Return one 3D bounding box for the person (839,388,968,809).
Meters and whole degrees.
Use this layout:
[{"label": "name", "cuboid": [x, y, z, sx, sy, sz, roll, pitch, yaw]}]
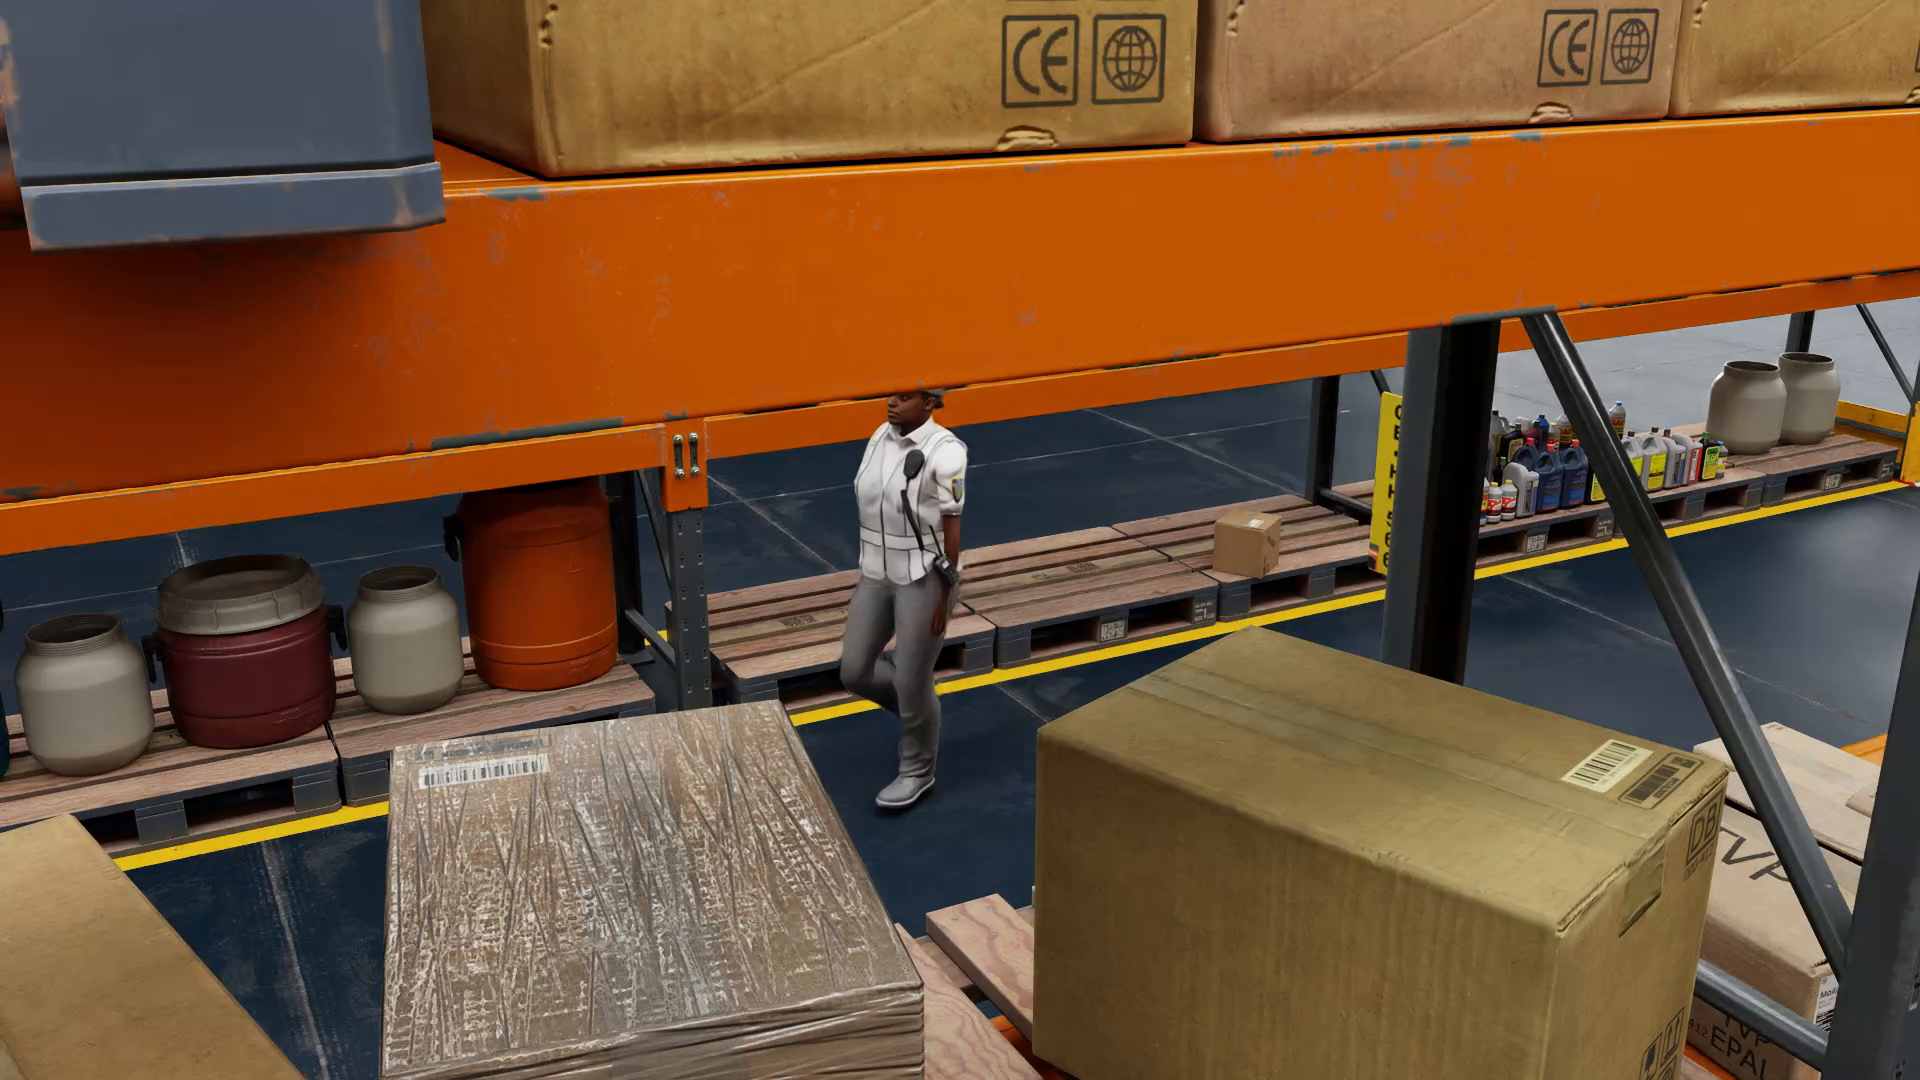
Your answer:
[{"label": "person", "cuboid": [-0.171, 0.130, 6.055, 0.443, 1.679, 0.489, 14, 23, 36]}]
